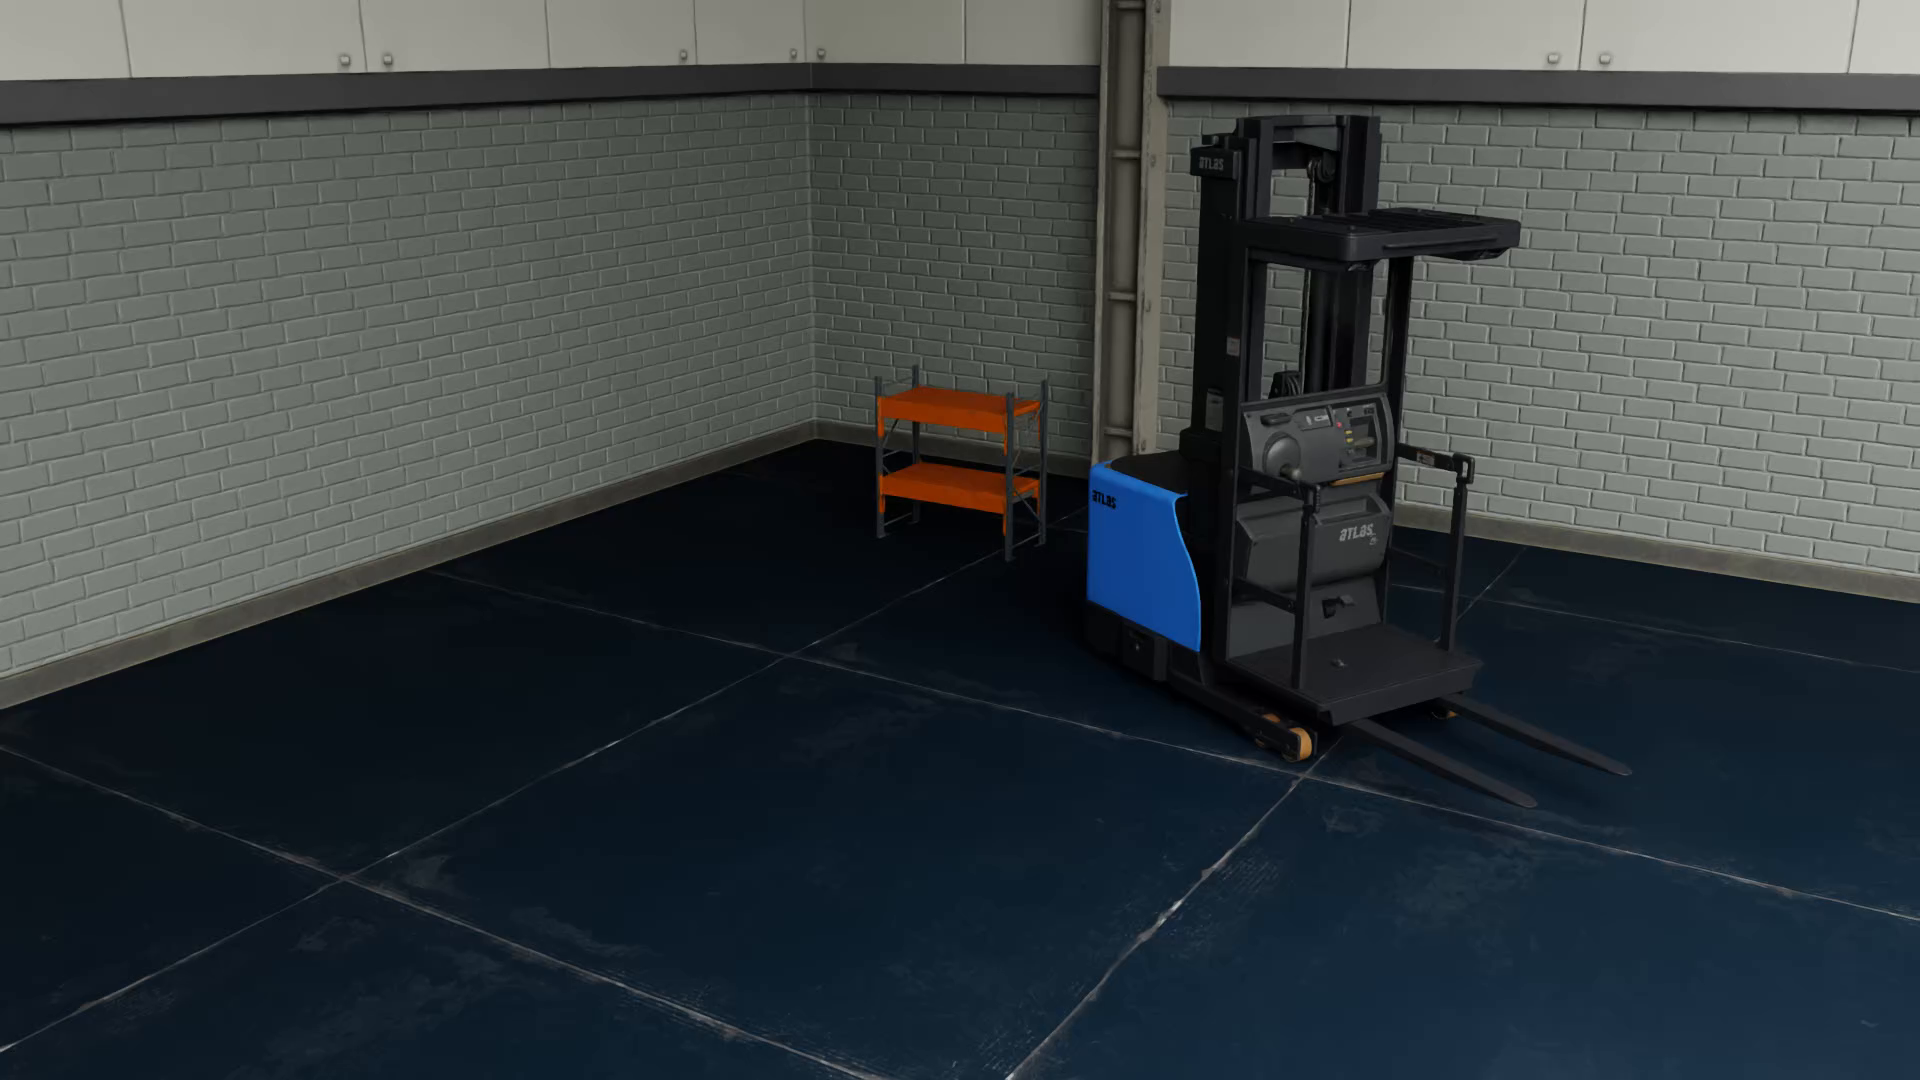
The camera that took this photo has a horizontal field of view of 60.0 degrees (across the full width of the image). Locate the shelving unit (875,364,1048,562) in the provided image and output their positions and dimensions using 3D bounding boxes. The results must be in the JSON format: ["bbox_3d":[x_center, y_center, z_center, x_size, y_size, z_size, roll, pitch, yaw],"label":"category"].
[{"bbox_3d":[0.006,-0.537,11.214,1.048,1.125,0.538,10,20,30],"label":"shelving unit"}]

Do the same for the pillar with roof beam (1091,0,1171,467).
[{"bbox_3d":[-1.017,-3.630,7.849,0.400,9.000,9.100,10,20,30],"label":"pillar with roof beam"}]

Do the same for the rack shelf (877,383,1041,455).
[{"bbox_3d":[0.006,-0.817,11.129,1.000,0.278,0.538,10,20,30],"label":"rack shelf"}]

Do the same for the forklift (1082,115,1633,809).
[{"bbox_3d":[1.877,-0.499,7.982,1.130,2.935,3.031,-10,20,-30],"label":"forklift"}]

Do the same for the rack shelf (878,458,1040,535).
[{"bbox_3d":[0.006,-0.303,11.285,1.000,0.278,0.538,10,20,30],"label":"rack shelf"}]

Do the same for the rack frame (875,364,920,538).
[{"bbox_3d":[-0.427,-0.615,11.469,0.032,1.125,0.500,10,20,30],"label":"rack frame"}]

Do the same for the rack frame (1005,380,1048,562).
[{"bbox_3d":[0.439,-0.460,10.960,0.032,1.125,0.500,10,20,30],"label":"rack frame"}]
